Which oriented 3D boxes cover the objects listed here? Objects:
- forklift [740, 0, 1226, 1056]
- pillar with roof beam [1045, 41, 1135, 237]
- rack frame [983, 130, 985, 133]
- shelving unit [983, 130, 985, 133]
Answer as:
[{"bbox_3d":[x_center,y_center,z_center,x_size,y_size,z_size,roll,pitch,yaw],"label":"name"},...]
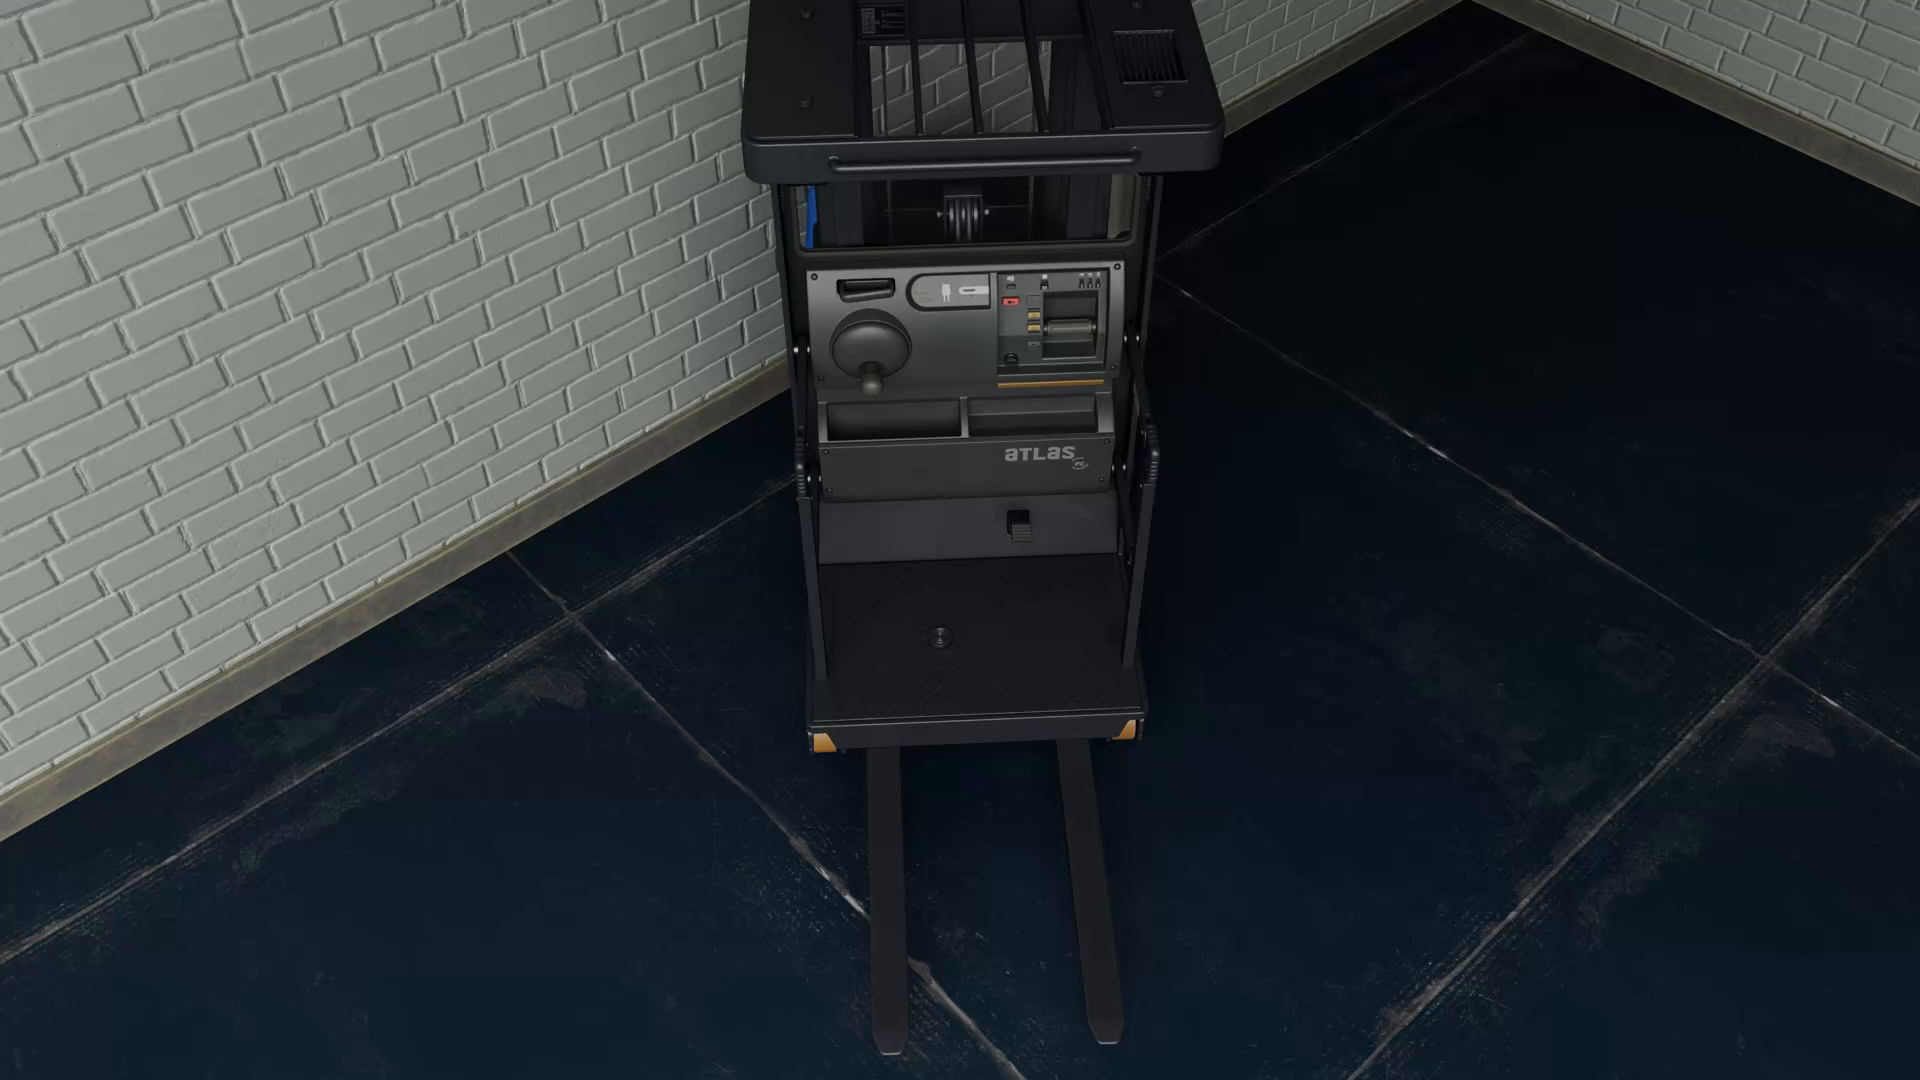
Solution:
[{"bbox_3d":[0.033,-0.534,4.749,1.130,2.935,3.031,-2,47,-2],"label":"forklift"},{"bbox_3d":[3.500,-2.092,2.057,0.400,9.000,9.100,-34,56,-27],"label":"pillar with roof beam"},{"bbox_3d":[0.097,-1.108,6.558,0.008,1.050,0.200,-3,47,-3],"label":"rack frame"},{"bbox_3d":[-0.025,-1.102,6.552,0.252,1.050,0.215,-3,47,-3],"label":"shelving unit"}]
